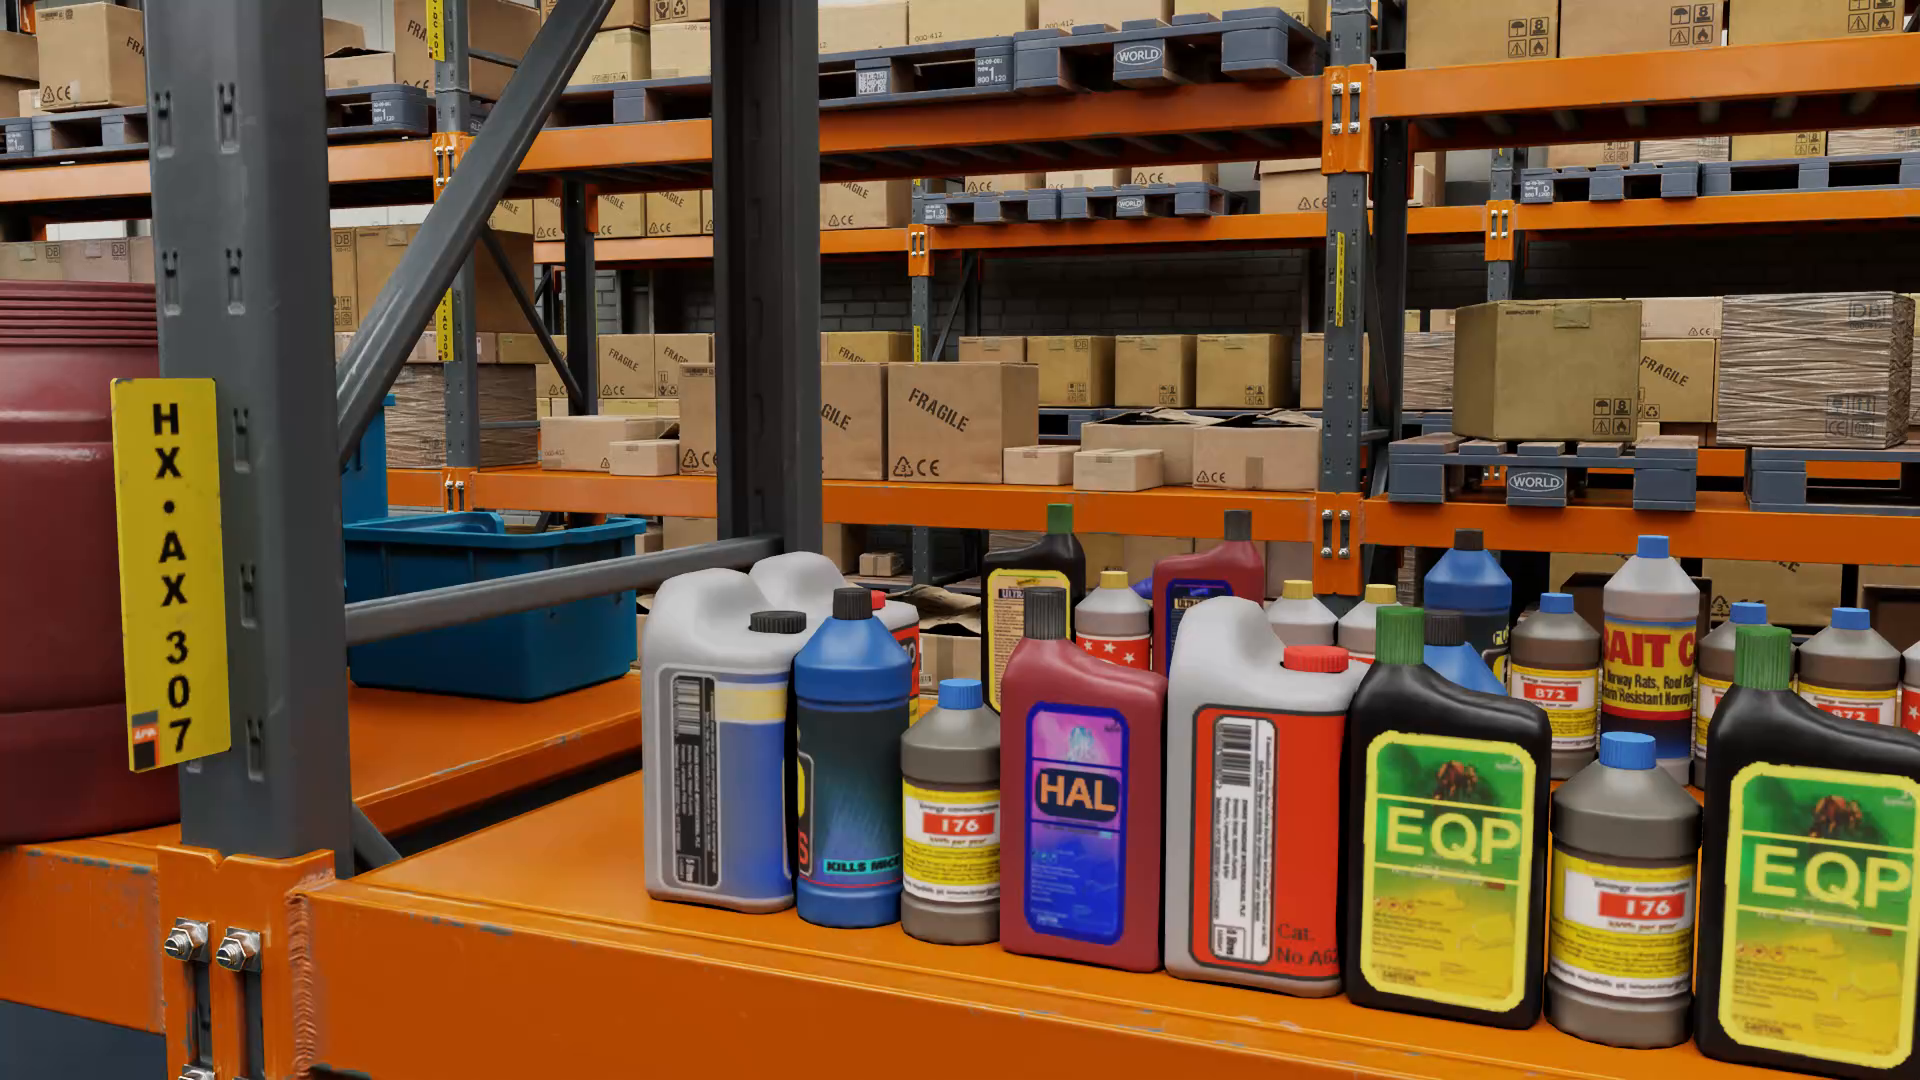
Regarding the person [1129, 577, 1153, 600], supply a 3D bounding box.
[{"bbox_3d":[0.996,0.551,8.731,0.832,0.811,0.463,2,6,23],"label":"person"}]
